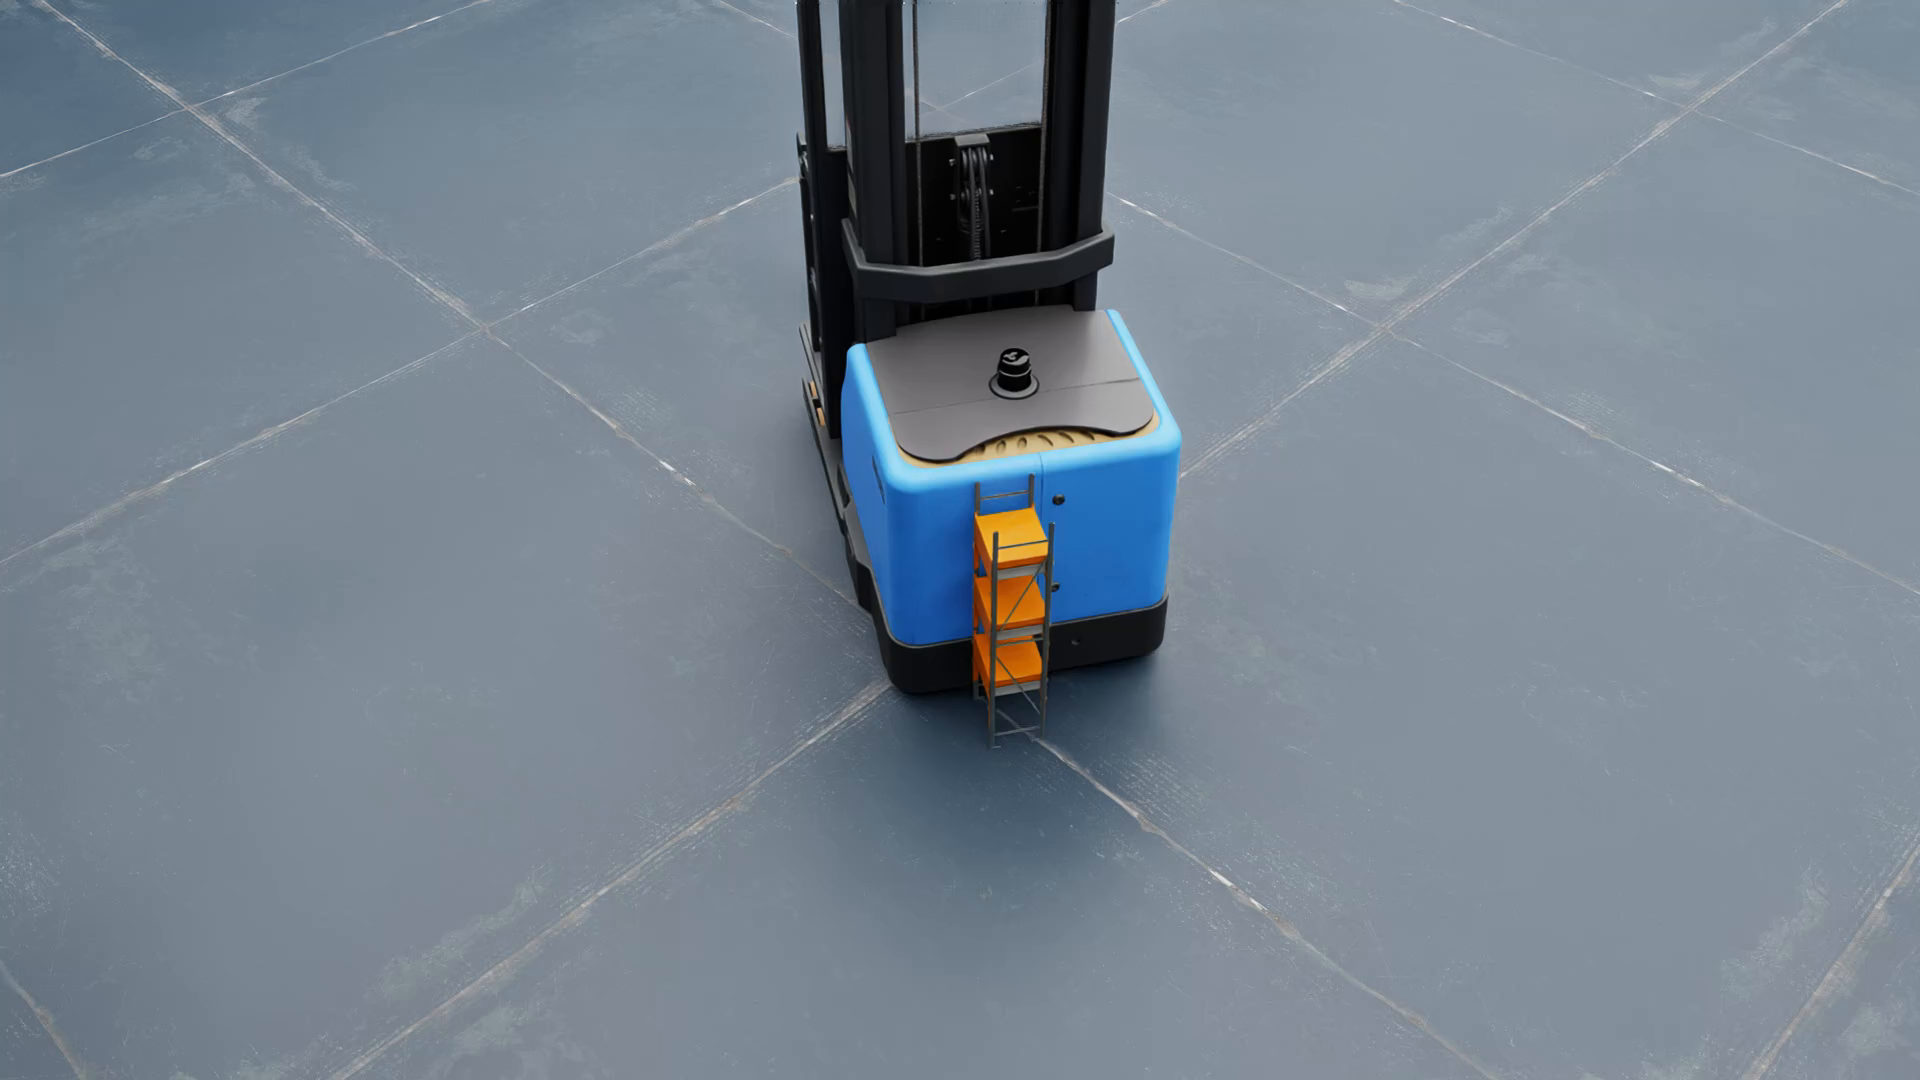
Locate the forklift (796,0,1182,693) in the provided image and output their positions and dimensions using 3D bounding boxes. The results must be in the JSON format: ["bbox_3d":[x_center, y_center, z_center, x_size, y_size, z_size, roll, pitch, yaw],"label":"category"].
[{"bbox_3d":[-0.069,-1.533,6.250,1.130,2.935,3.031,-9,43,-10],"label":"forklift"}]

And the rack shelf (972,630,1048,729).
[{"bbox_3d":[0.174,0.477,5.885,0.215,0.259,0.240,-9,43,-10],"label":"rack shelf"}]

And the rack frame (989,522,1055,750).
[{"bbox_3d":[0.201,0.346,5.602,0.200,1.050,0.008,-9,43,-10],"label":"rack frame"}]

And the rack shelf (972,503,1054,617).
[{"bbox_3d":[0.174,0.065,5.504,0.215,0.259,0.240,-9,43,-10],"label":"rack shelf"}]

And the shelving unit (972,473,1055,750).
[{"bbox_3d":[0.174,0.266,5.689,0.215,1.050,0.252,-9,43,-10],"label":"shelving unit"}]

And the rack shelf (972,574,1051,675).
[{"bbox_3d":[0.174,0.273,5.696,0.215,0.259,0.240,-9,43,-10],"label":"rack shelf"}]

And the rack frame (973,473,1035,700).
[{"bbox_3d":[0.146,0.185,5.776,0.200,1.050,0.008,-9,43,-10],"label":"rack frame"}]
